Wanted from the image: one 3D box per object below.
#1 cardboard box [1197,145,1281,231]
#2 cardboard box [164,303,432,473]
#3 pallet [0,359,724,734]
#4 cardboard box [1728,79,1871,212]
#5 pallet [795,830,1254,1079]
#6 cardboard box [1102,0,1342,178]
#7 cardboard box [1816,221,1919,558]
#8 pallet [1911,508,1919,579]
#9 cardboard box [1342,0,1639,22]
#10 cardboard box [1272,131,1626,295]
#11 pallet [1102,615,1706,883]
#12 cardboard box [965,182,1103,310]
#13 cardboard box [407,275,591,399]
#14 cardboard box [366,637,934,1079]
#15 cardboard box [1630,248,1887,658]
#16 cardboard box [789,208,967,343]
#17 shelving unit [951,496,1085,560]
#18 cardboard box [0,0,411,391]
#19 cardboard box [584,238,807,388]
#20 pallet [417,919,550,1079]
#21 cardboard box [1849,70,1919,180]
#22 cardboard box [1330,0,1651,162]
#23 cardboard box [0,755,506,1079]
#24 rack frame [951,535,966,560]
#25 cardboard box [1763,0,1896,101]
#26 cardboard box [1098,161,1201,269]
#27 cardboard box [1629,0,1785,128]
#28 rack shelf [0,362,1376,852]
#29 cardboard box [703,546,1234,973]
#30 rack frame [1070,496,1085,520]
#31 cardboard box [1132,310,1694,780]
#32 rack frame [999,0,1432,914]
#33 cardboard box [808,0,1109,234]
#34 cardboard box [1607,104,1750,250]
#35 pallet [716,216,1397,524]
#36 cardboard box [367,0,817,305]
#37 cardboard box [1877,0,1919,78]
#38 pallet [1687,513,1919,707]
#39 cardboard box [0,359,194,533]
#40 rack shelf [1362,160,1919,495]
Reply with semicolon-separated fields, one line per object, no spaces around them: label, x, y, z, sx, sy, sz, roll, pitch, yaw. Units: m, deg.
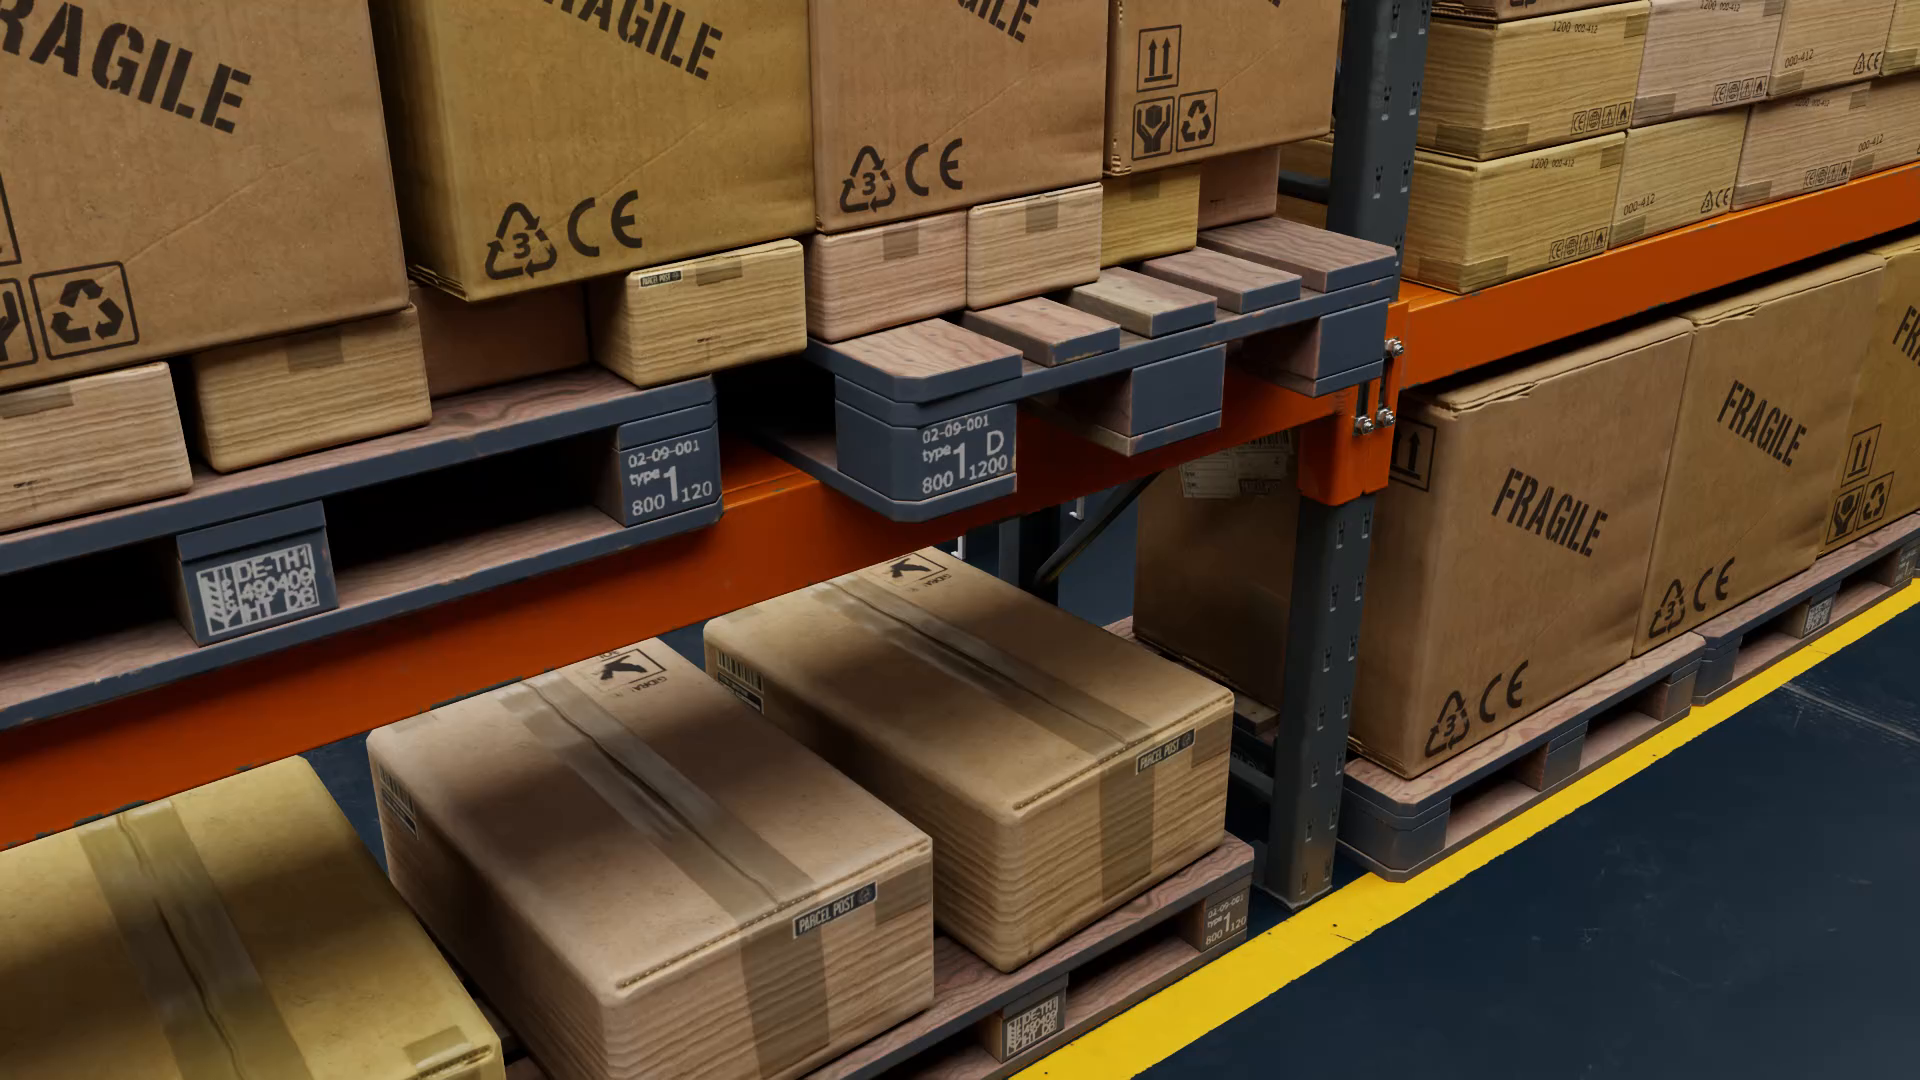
cardboard box;0.336;-0.660;2.909;0.250;0.149;0.380;-17;30;-32
cardboard box;-0.835;-0.231;1.985;0.250;0.149;0.380;-19;31;-36
pallet;-1.084;-0.132;2.199;1.213;0.211;1.003;-18;31;-34
cardboard box;1.798;-0.996;4.011;0.500;0.250;0.500;-17;30;-32
pallet;-0.167;0.721;3.446;1.213;0.211;1.003;-18;31;-34
cardboard box;0.262;-0.907;2.671;0.500;0.500;0.500;-19;31;-35
cardboard box;2.452;-0.588;4.978;0.875;0.875;0.875;-17;30;-33
pallet;3.035;-0.295;5.636;1.213;0.211;1.003;-18;31;-34
cardboard box;0.987;-1.293;3.166;0.500;0.500;0.500;-19;31;-36
cardboard box;0.989;-0.722;3.422;0.500;0.250;0.500;-19;31;-35
pallet;1.115;0.338;4.270;1.213;0.211;1.003;-18;31;-34
cardboard box;-0.001;-0.486;2.534;0.250;0.149;0.380;-19;31;-34
cardboard box;-0.688;-0.324;2.184;0.250;0.149;0.380;-18;30;-34
cardboard box;-0.578;0.593;3.033;0.625;0.372;0.950;-19;31;-35
cardboard box;1.748;-0.356;4.478;0.875;0.875;0.875;-18;30;-33
cardboard box;-0.204;-0.423;2.399;0.250;0.149;0.380;-20;32;-36
shelving unit;0.130;-0.587;5.090;0.503;1.200;0.258;-18;31;-34
cardboard box;-0.964;-0.496;1.785;0.500;0.500;0.500;-20;31;-36
cardboard box;-0.412;-0.347;2.235;0.250;0.149;0.380;-18;30;-33
pallet;-1.127;1.036;2.767;1.213;0.211;1.003;-18;31;-34
cardboard box;2.185;-1.125;4.290;0.500;0.250;0.500;-18;31;-34
cardboard box;1.000;-0.955;3.329;0.500;0.250;0.500;-19;31;-34
cardboard box;-1.178;0.788;2.612;0.625;0.372;0.950;-17;30;-32
rack frame;-0.062;-0.524;4.953;0.015;1.200;0.240;-18;31;-34
cardboard box;1.807;-1.214;3.888;0.500;0.250;0.500;-18;31;-34
cardboard box;0.169;-0.566;2.707;0.250;0.149;0.380;-18;30;-33
cardboard box;1.407;-1.089;3.618;0.500;0.250;0.500;-17;30;-33
rack shelf;-1.125;0.099;2.328;4.000;0.370;1.077;-18;31;-34
cardboard box;-0.002;0.398;3.451;0.625;0.372;0.950;-21;32;-37
rack frame;0.322;-0.651;5.227;0.015;1.200;0.240;-18;31;-34
cardboard box;1.043;-0.125;3.982;0.875;0.875;0.875;-19;31;-34
rack frame;0.448;-0.747;3.296;0.127;3.000;1.000;-18;31;-34
cardboard box;-0.138;-0.769;2.374;0.500;0.500;0.500;-19;31;-35
cardboard box;1.382;-0.862;3.722;0.500;0.250;0.500;-19;31;-35
pallet;-0.047;-0.439;2.861;1.003;0.211;1.213;-18;31;-34
cardboard box;-0.534;-0.638;2.090;0.500;0.500;0.500;-21;32;-37
cardboard box;2.214;-1.342;4.162;0.500;0.250;0.500;-18;30;-33
pallet;2.075;0.023;4.949;1.213;0.211;1.003;-18;31;-34
cardboard box;-1.027;-0.152;1.815;0.250;0.149;0.380;-17;30;-32
rack shelf;2.022;-0.940;4.567;4.000;0.370;1.077;-18;31;-34
